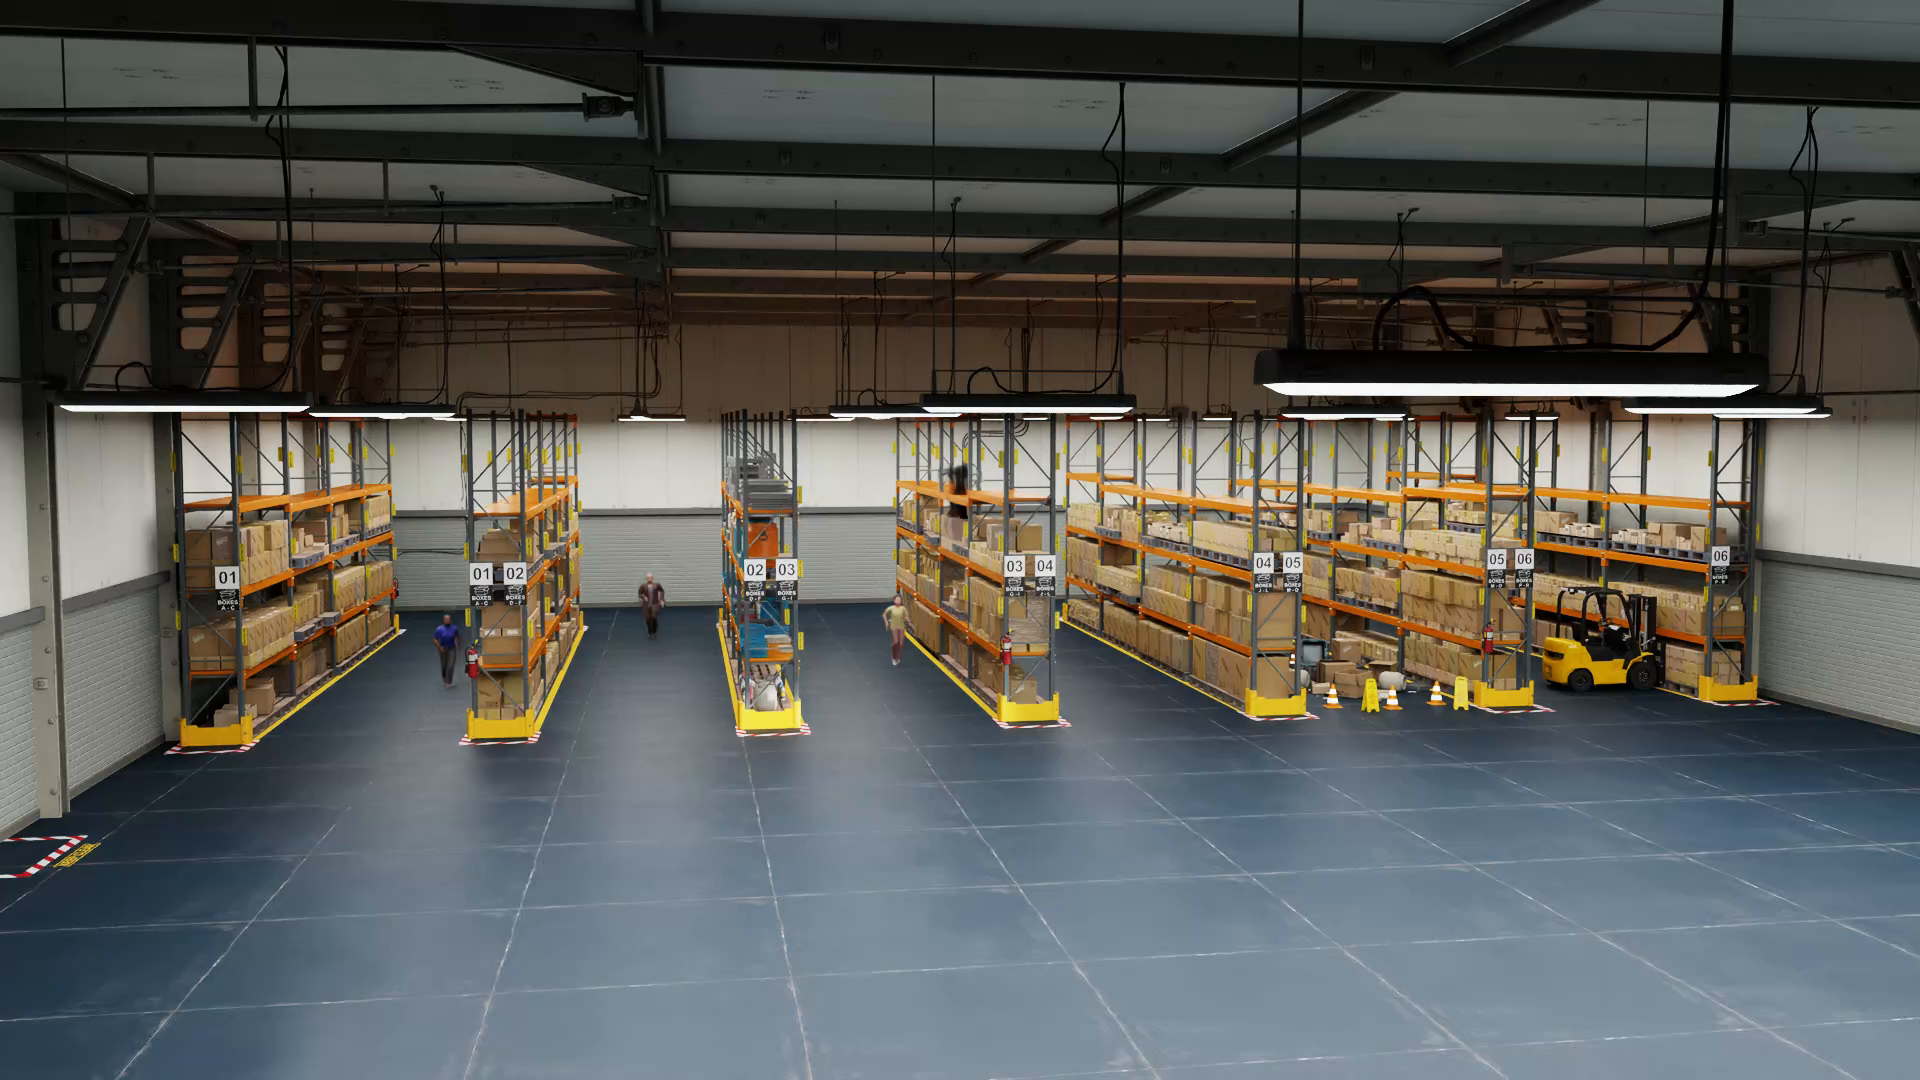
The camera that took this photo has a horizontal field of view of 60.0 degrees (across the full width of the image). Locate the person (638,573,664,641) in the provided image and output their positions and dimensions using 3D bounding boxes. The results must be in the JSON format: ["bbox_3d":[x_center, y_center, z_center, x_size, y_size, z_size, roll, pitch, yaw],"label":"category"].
[{"bbox_3d":[-8.192,1.781,44.028,0.659,1.764,0.849,0,4,-3],"label":"person"}]

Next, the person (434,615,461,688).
[{"bbox_3d":[-11.162,2.411,36.230,0.573,1.602,0.645,-1,4,-20],"label":"person"}]

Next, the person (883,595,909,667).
[{"bbox_3d":[-1.483,2.143,39.375,0.559,1.687,0.687,-1,4,-17],"label":"person"}]
